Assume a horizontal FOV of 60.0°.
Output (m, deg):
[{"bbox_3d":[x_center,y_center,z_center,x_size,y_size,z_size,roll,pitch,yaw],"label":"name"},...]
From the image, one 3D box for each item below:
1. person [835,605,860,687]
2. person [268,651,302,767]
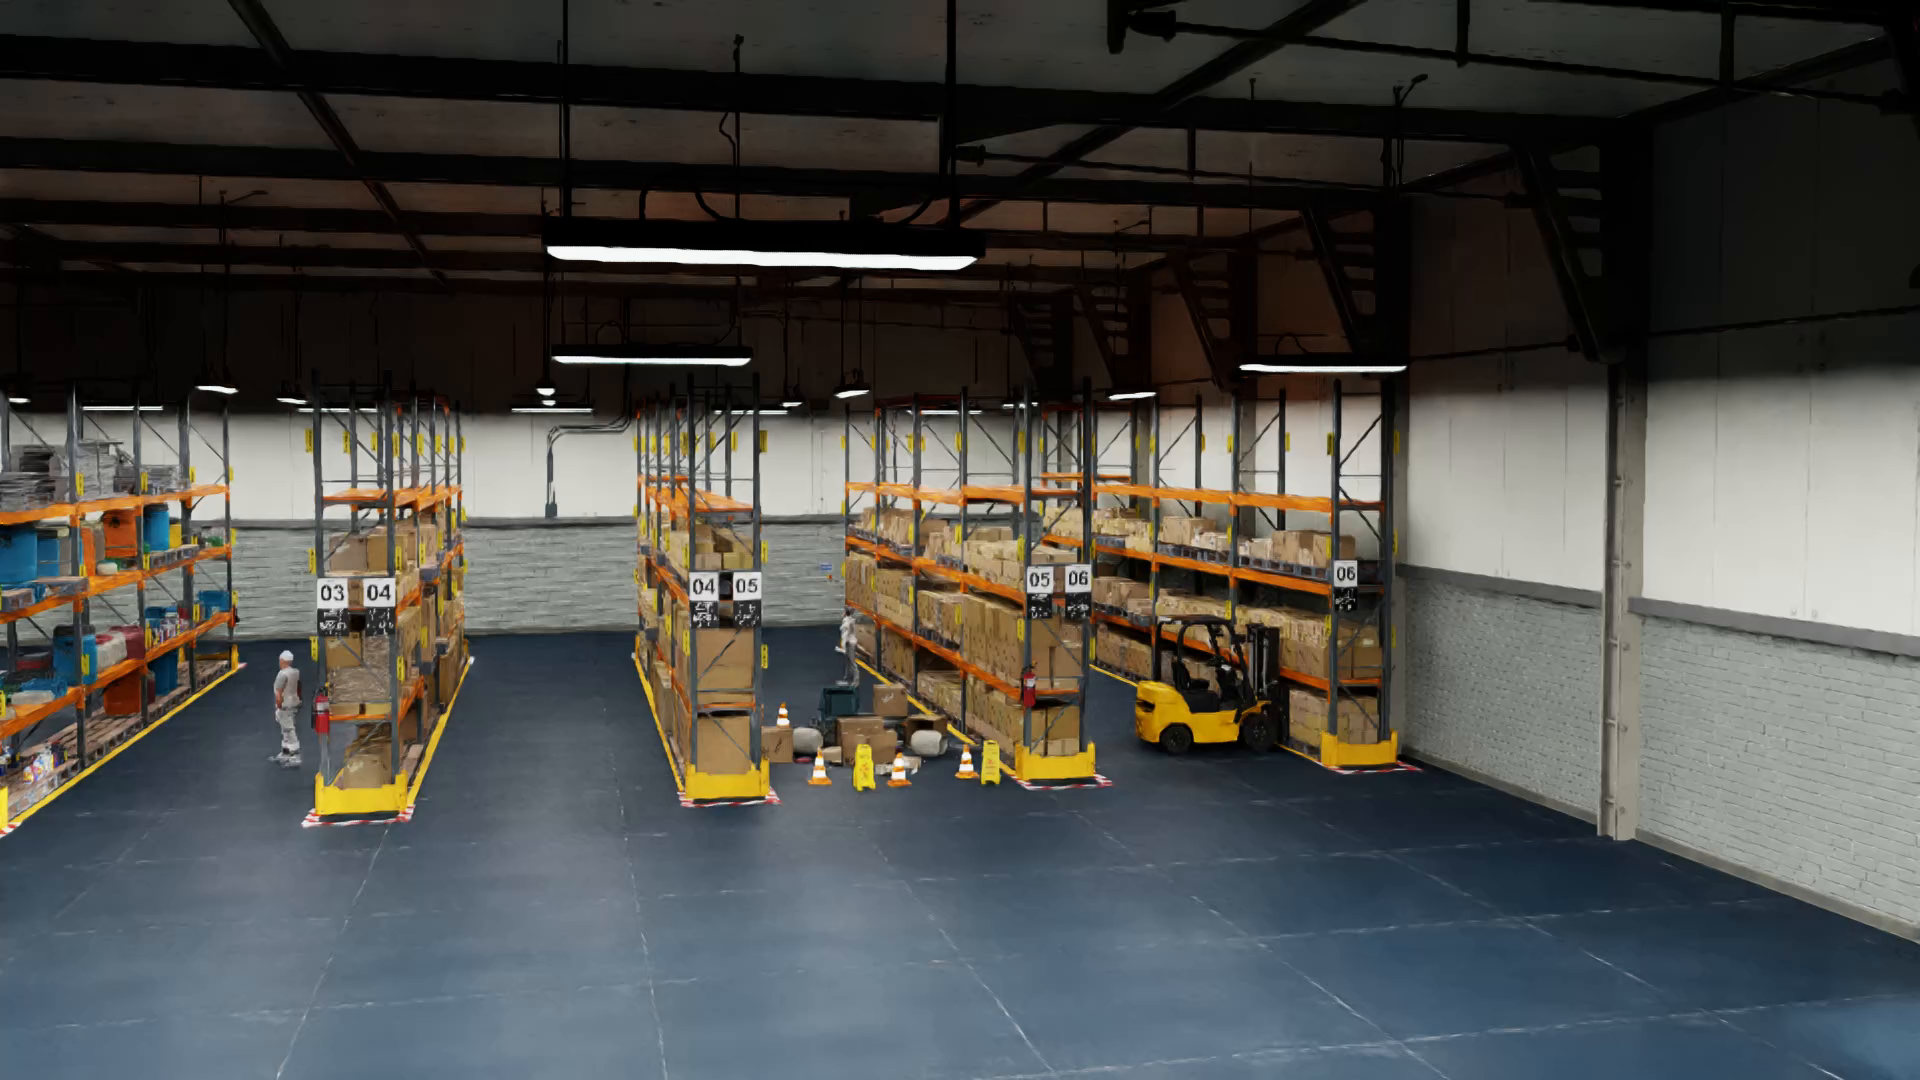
[{"bbox_3d":[-2.325,2.169,34.343,0.545,1.654,0.582,0,3,7],"label":"person"},{"bbox_3d":[-10.514,2.606,25.855,0.624,1.784,0.760,0,3,4],"label":"person"}]
